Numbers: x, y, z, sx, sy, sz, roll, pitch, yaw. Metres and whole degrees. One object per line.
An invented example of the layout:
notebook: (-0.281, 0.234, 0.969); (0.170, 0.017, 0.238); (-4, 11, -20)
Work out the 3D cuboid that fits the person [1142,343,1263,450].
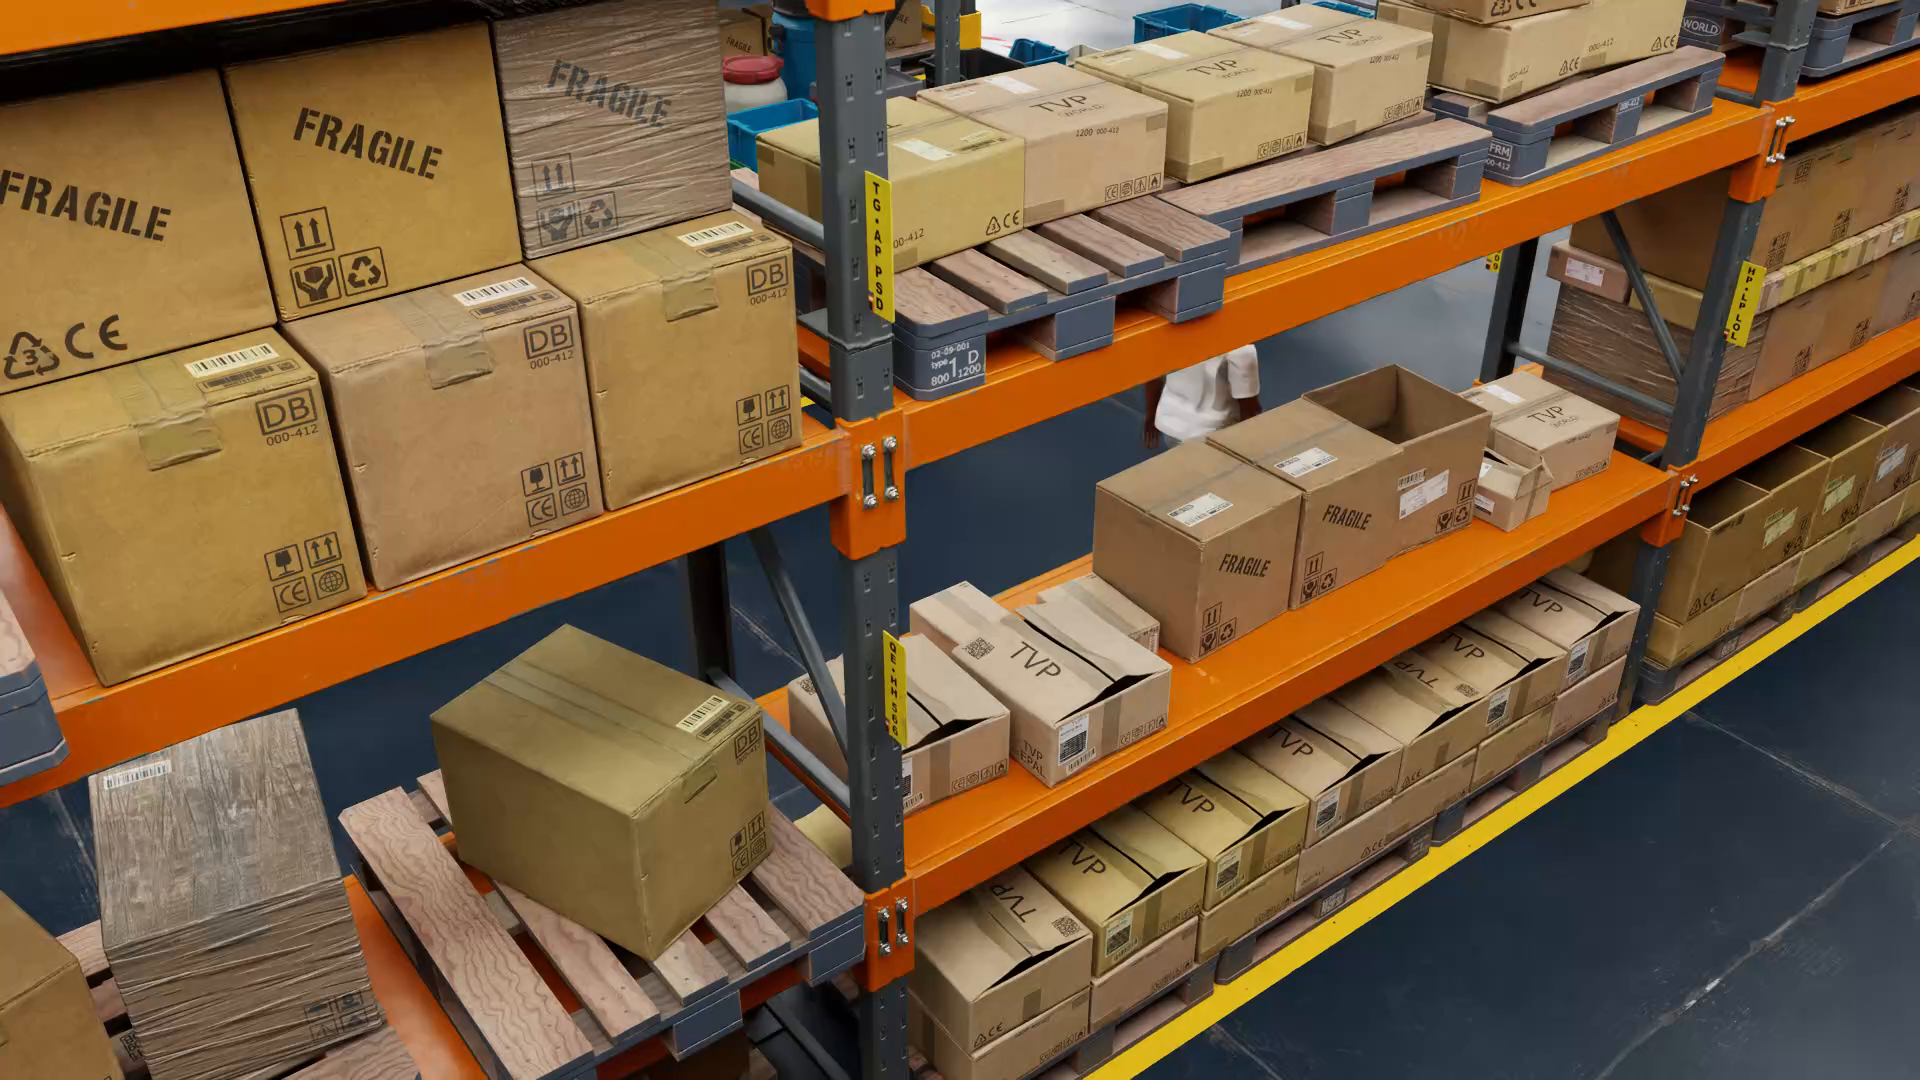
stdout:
person: (1.134, -0.481, 7.933); (0.624, 1.831, 0.593); (-21, 38, -30)
